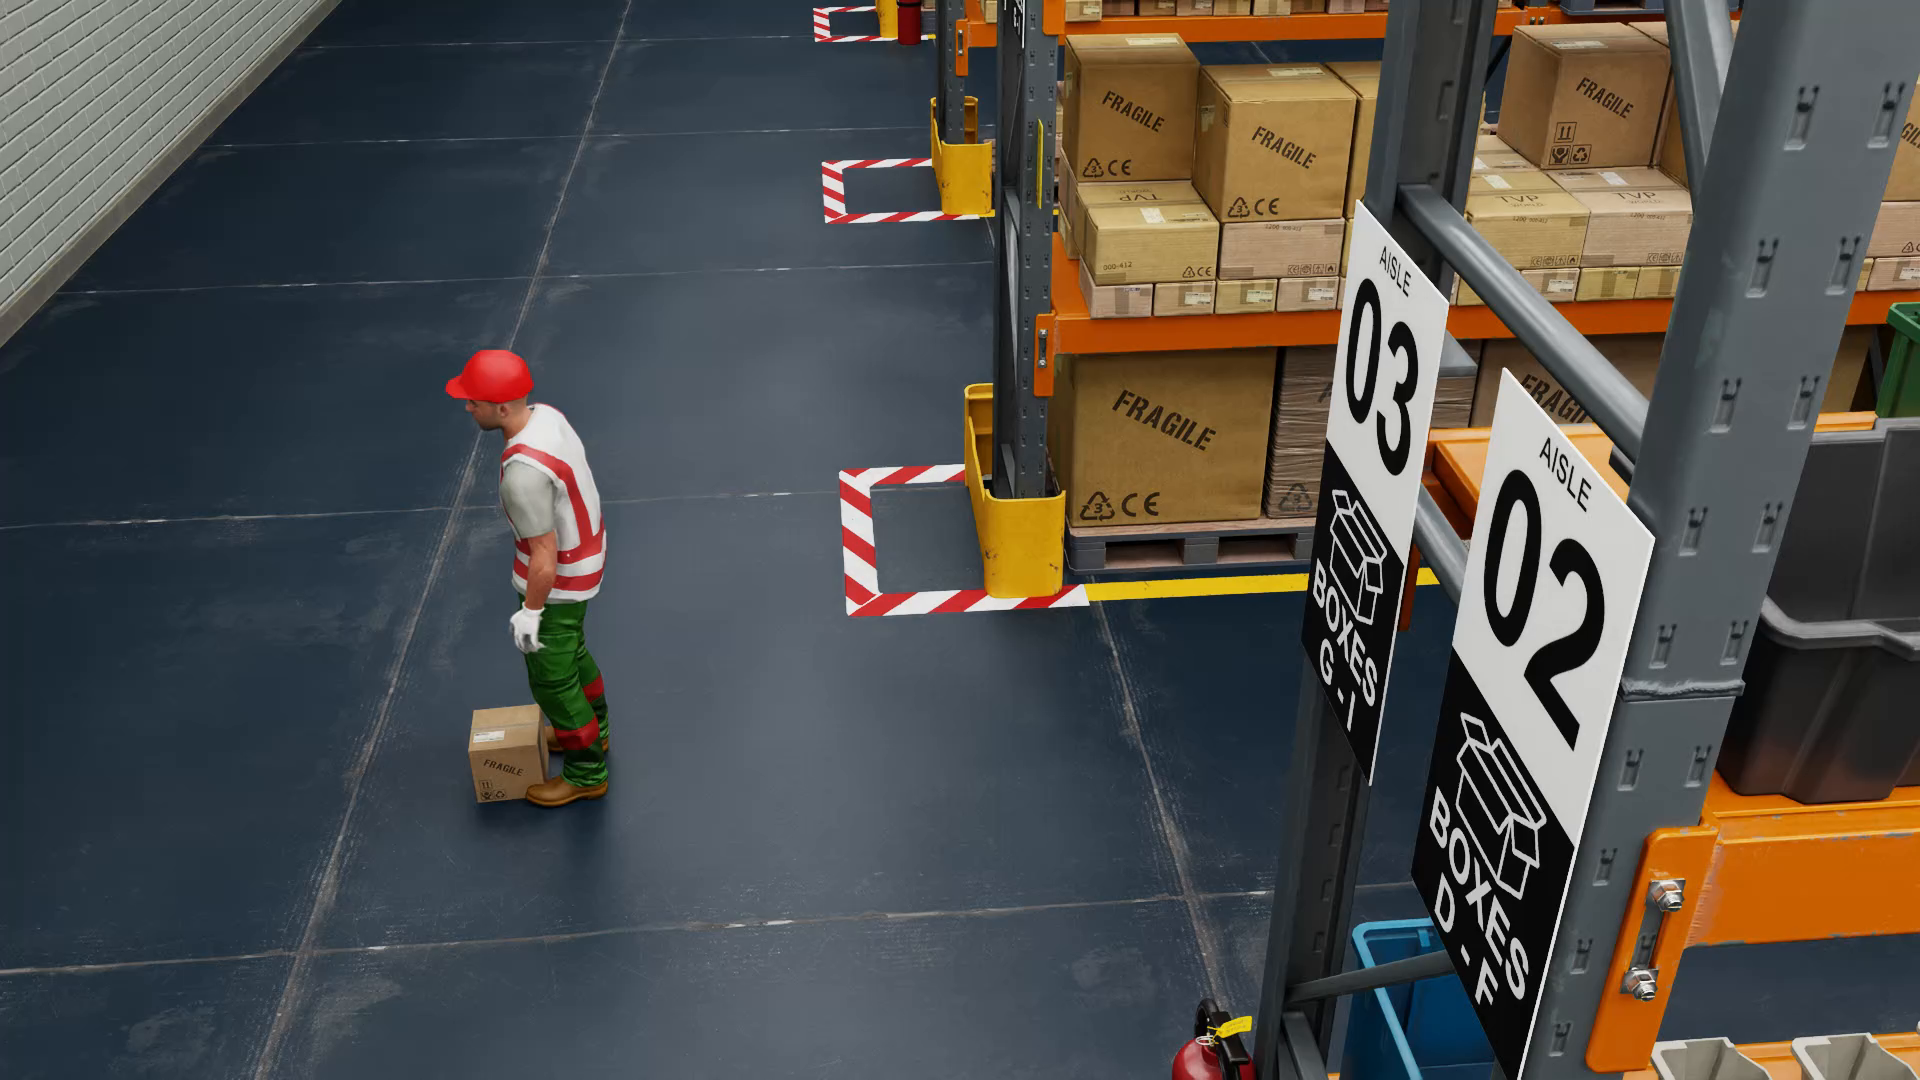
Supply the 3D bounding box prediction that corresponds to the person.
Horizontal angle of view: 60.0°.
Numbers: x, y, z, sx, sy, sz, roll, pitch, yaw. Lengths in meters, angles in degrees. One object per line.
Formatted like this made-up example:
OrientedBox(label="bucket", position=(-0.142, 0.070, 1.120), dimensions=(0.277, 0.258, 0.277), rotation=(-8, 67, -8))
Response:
OrientedBox(label="person", position=(-1.469, 0.135, 5.891), dimensions=(0.448, 1.780, 0.609), rotation=(-2, 31, -4))
